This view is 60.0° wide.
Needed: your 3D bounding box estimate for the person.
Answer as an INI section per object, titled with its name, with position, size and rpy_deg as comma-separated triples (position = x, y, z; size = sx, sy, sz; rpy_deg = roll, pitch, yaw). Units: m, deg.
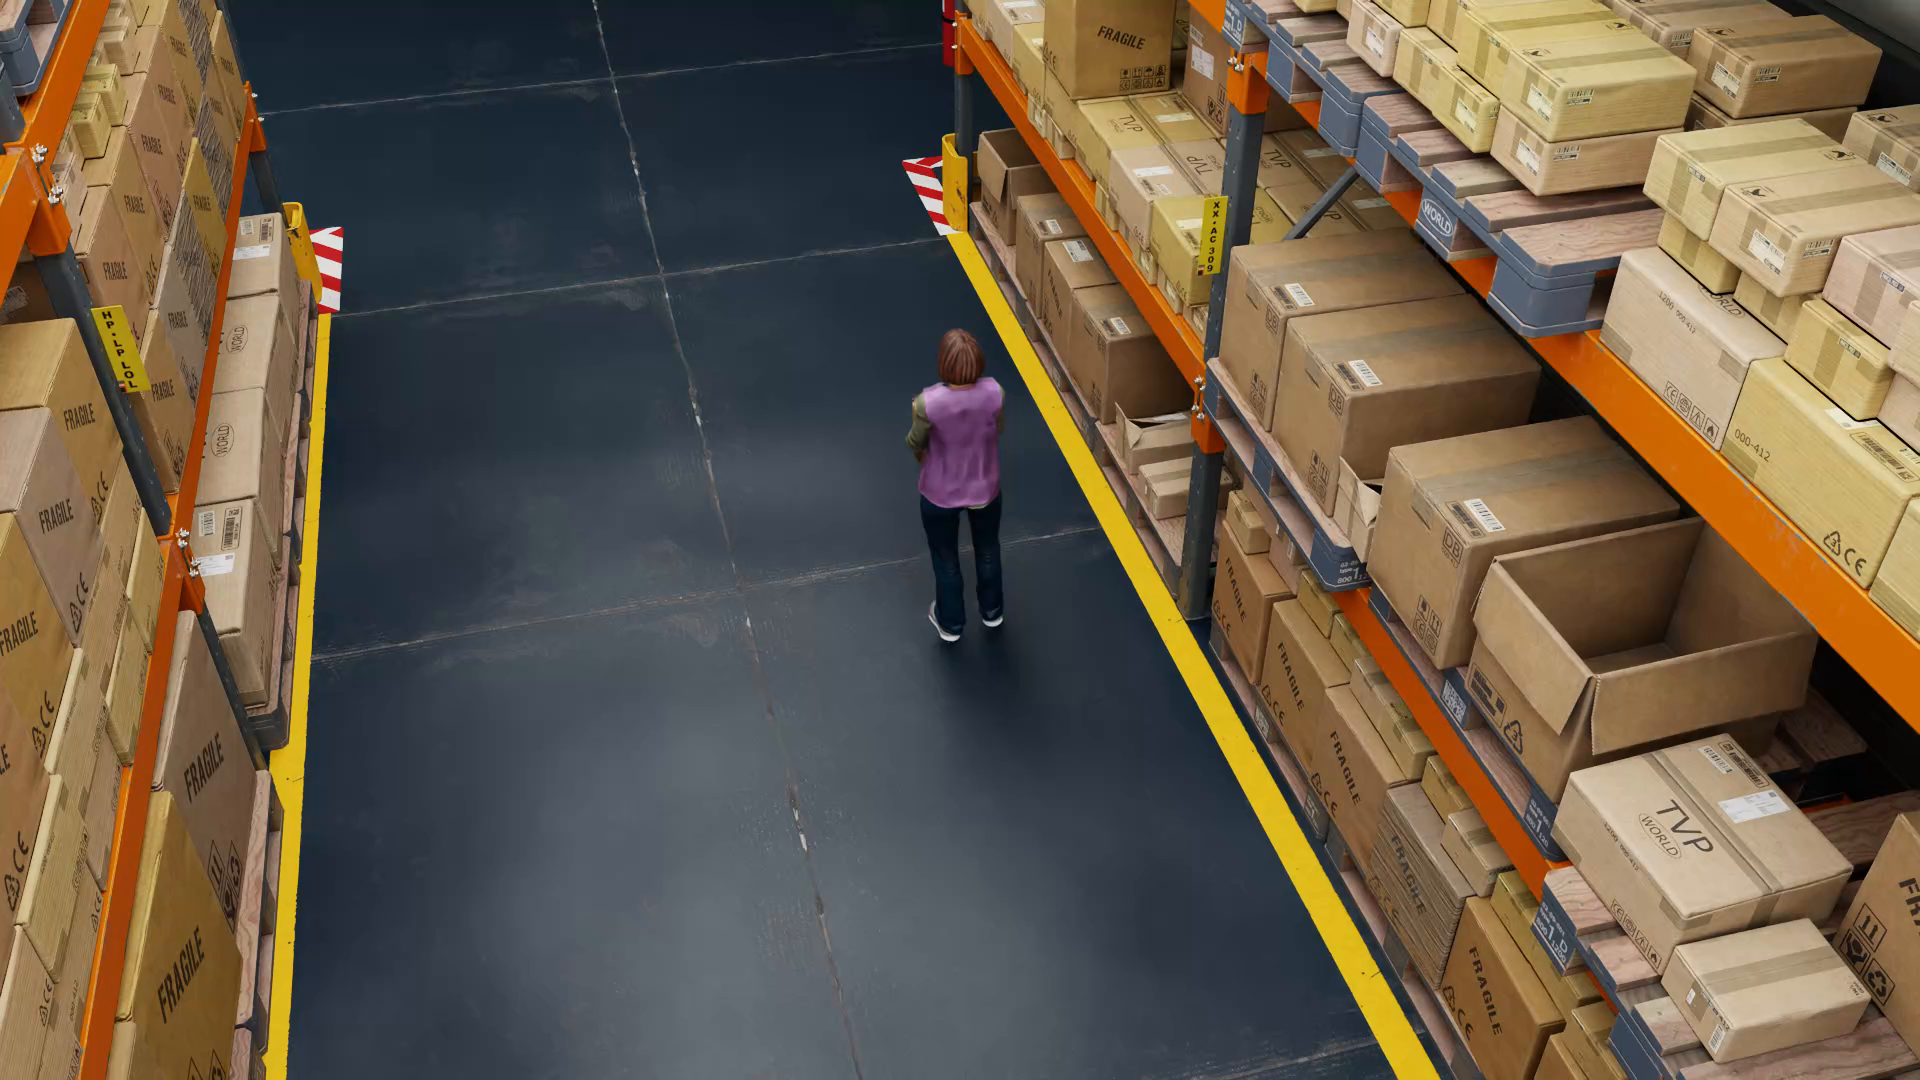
[person]
position = -0.010, -0.254, 7.032
size = 0.440, 1.601, 0.459
rpy_deg = -8, 39, -10
